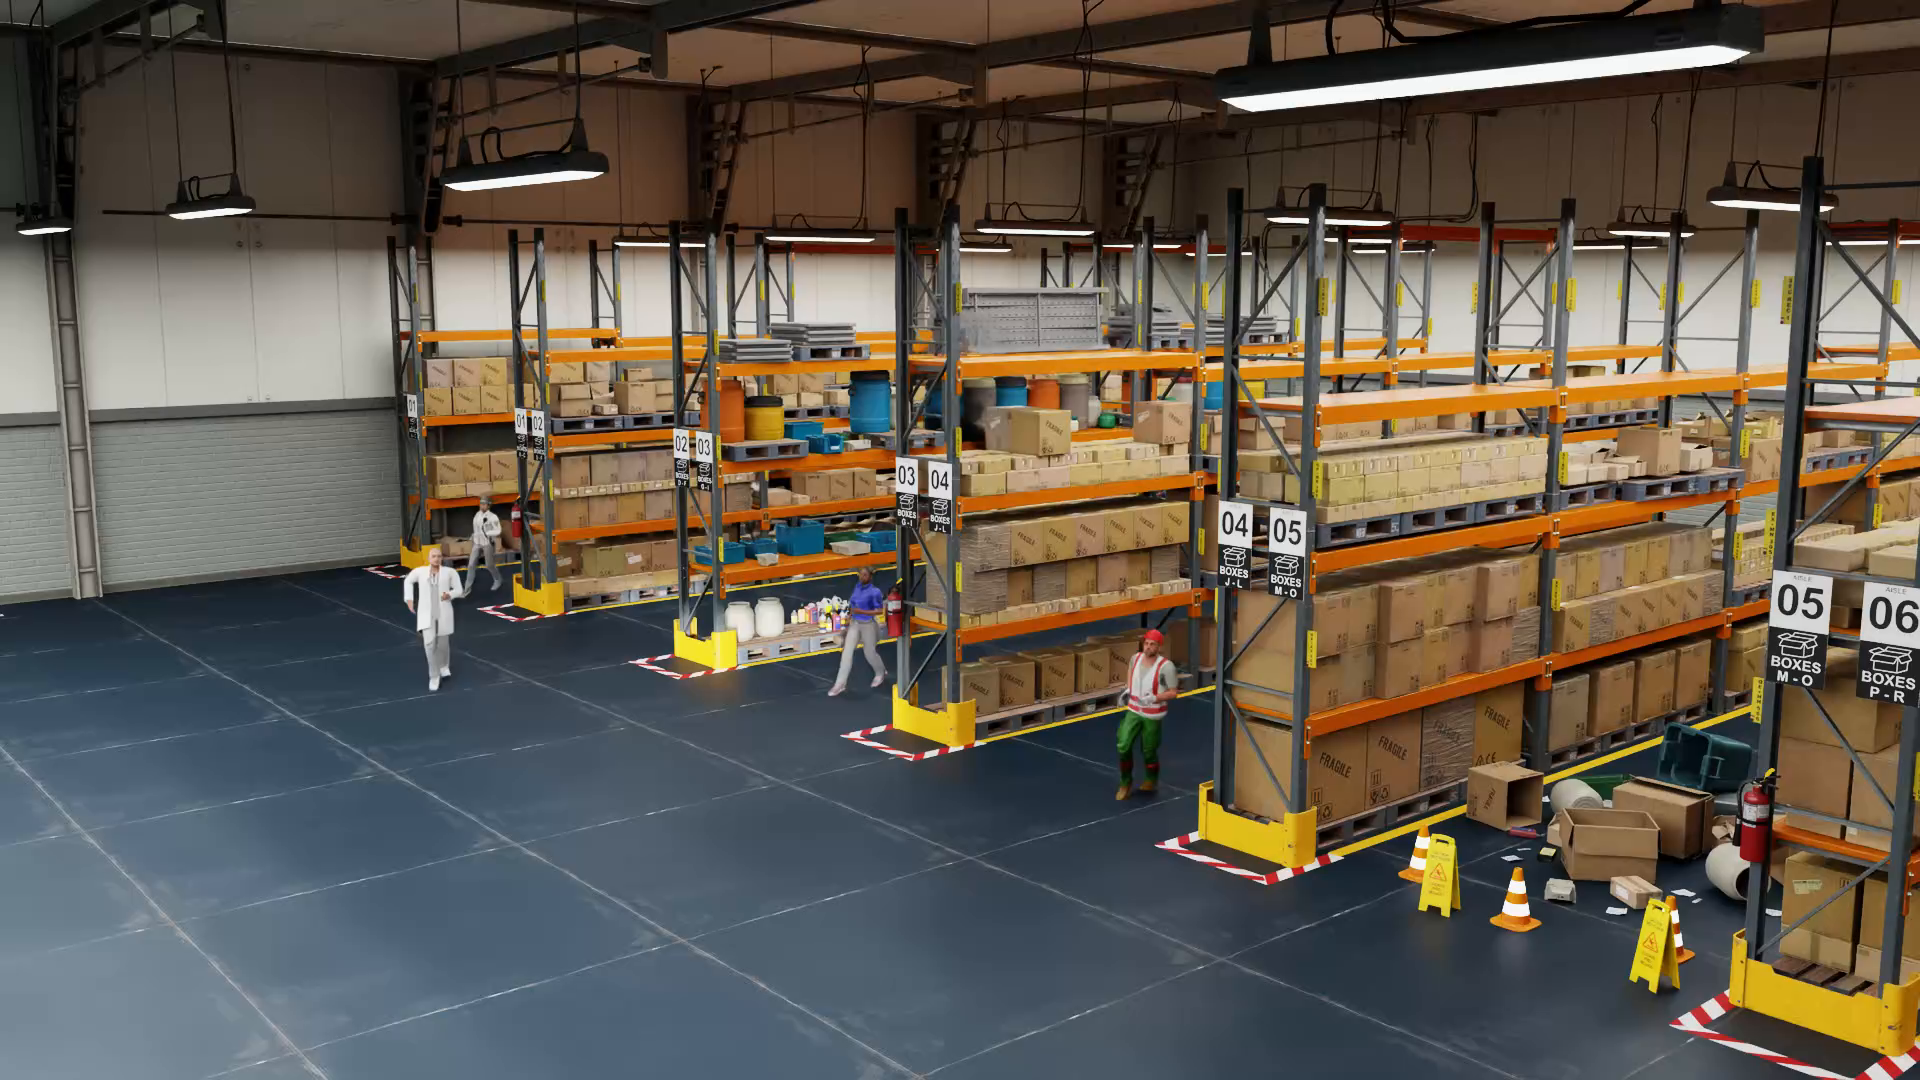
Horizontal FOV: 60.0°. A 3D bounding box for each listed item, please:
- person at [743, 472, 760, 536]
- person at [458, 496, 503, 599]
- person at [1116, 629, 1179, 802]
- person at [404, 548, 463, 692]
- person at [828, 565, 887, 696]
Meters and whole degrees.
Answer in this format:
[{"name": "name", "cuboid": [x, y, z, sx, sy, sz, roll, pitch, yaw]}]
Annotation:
[{"name": "person", "cuboid": [-3.932, -0.503, 31.342, 0.936, 1.685, 0.575, -8, 12, -42]}, {"name": "person", "cuboid": [-7.850, 0.085, 27.561, 0.646, 1.680, 0.962, 4, 10, 24]}, {"name": "person", "cuboid": [1.884, 1.762, 16.688, 0.659, 1.801, 0.737, 5, 10, 31]}, {"name": "person", "cuboid": [-6.810, 1.001, 21.565, 0.720, 1.809, 0.874, -3, 9, -21]}, {"name": "person", "cuboid": [-1.204, 1.119, 20.880, 0.593, 1.630, 0.975, 6, 10, 33]}]
